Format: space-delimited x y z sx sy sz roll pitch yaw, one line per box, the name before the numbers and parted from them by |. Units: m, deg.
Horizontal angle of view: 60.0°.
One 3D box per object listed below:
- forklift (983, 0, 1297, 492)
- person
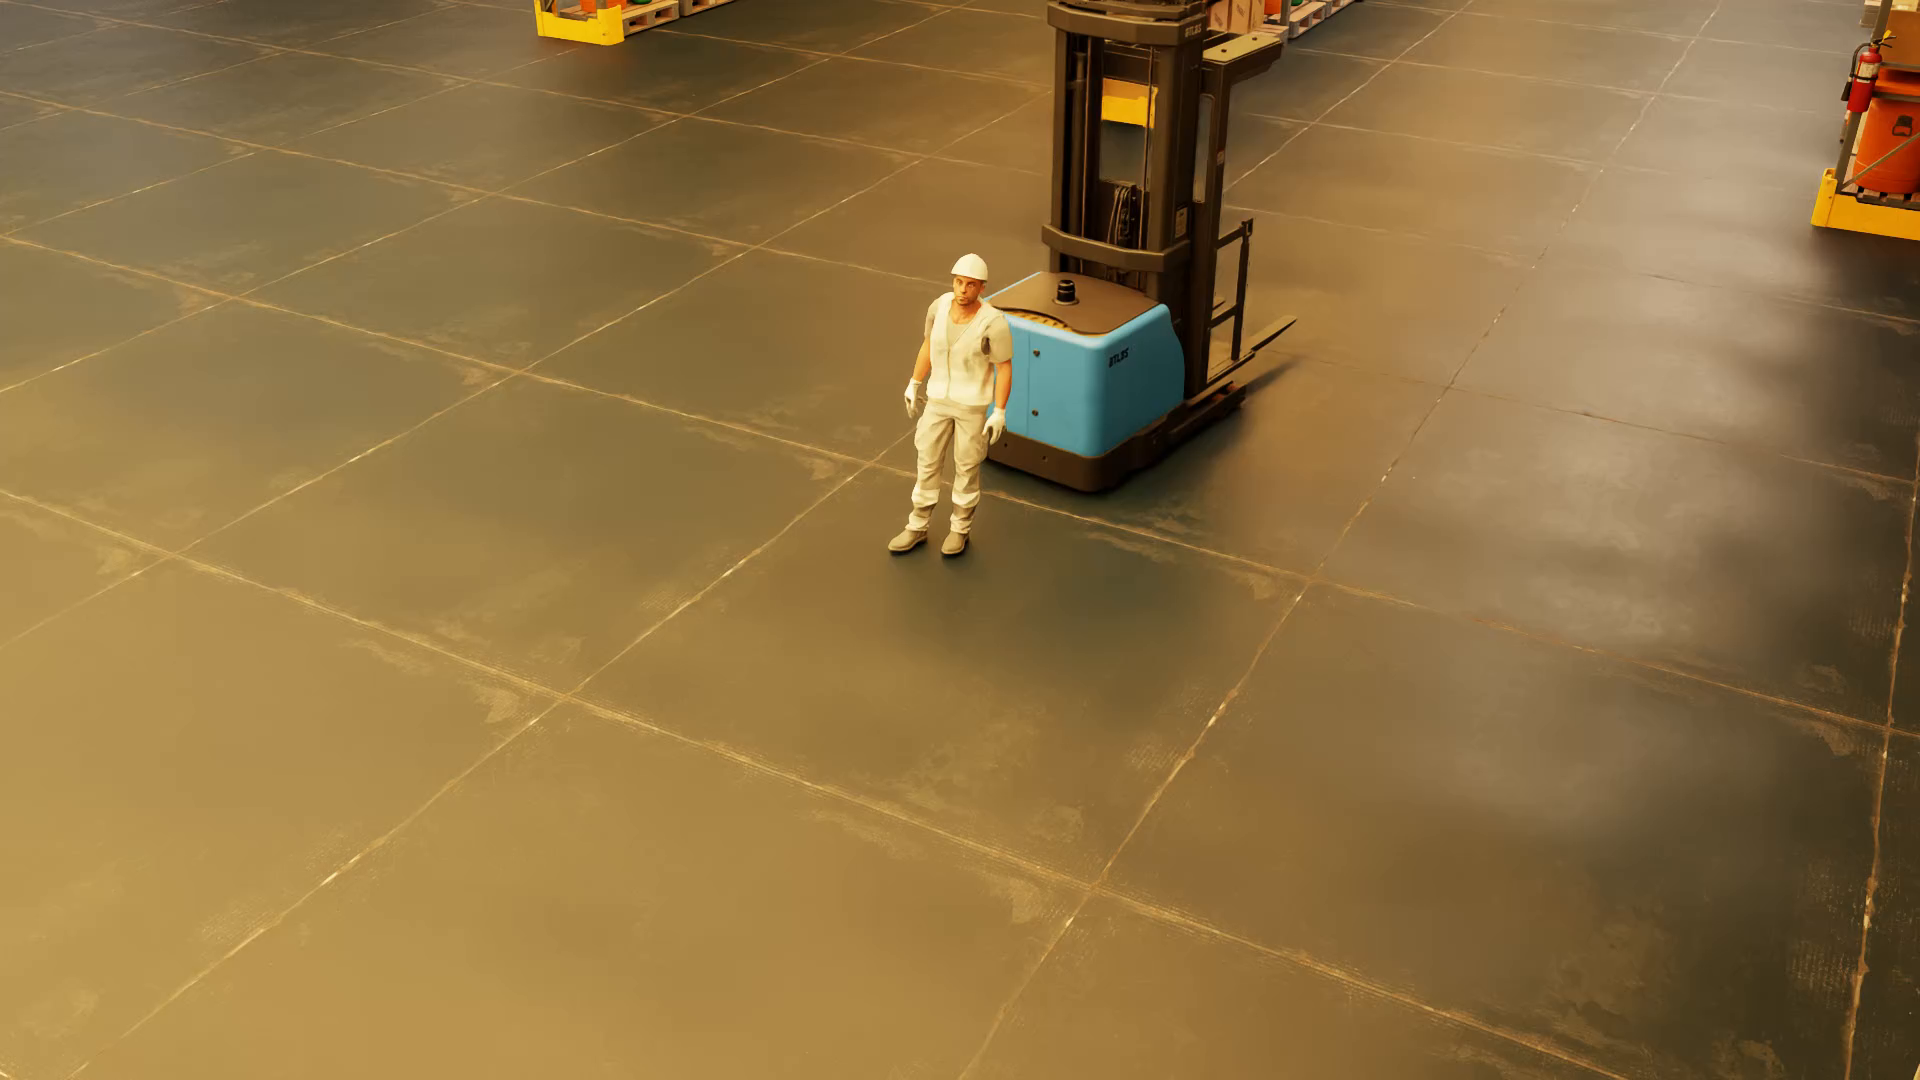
forklift | 1.339 -2.246 10.962 1.130 2.935 3.031 21 36 32
person | -0.049 -0.749 9.497 0.637 1.787 0.564 15 33 25
